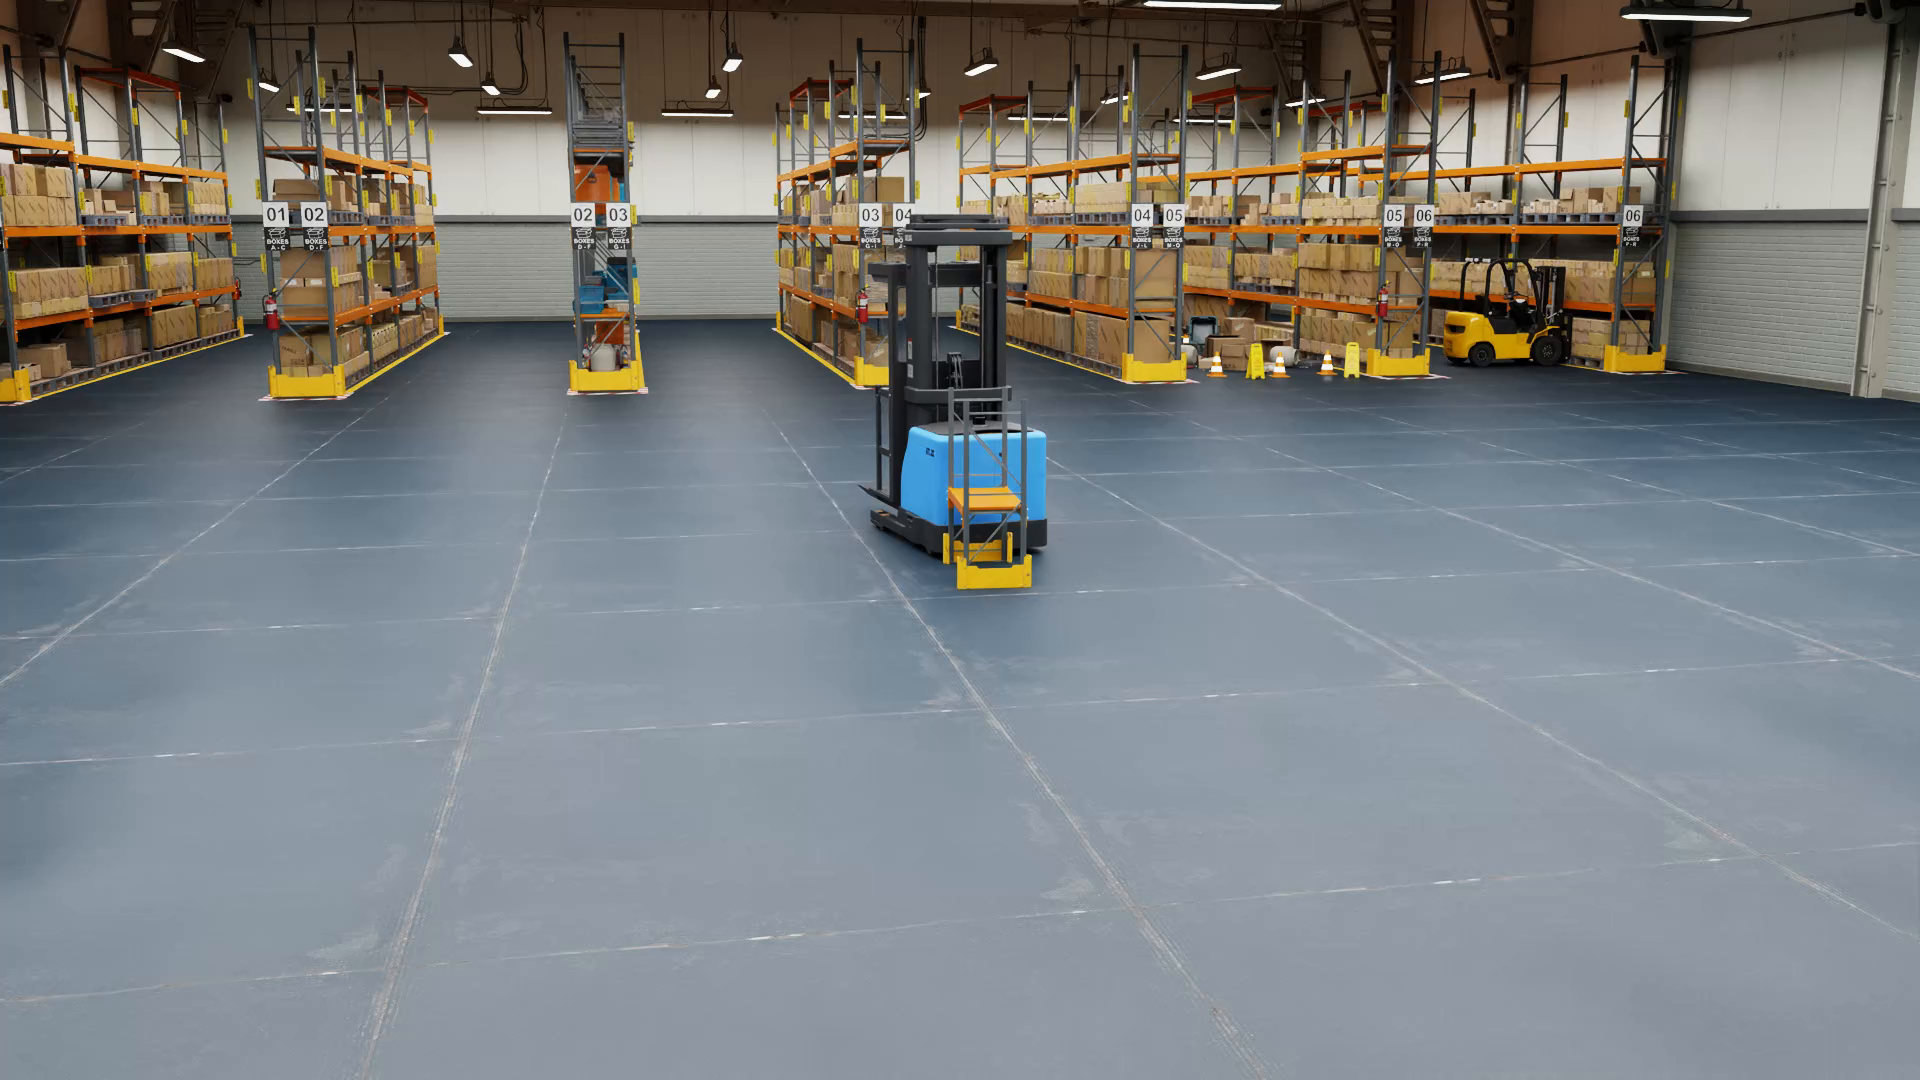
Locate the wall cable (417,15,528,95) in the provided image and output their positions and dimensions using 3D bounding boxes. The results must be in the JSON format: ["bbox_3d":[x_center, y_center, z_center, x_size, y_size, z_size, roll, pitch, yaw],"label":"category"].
[{"bbox_3d":[-14.042,-14.073,47.753,3.097,2.526,0.112,-2,11,-11],"label":"wall cable"}]

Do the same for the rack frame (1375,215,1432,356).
[{"bbox_3d":[8.427,-4.641,31.609,1.000,3.000,0.127,-2,11,-11],"label":"rack frame"}]

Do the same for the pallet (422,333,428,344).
[{"bbox_3d":[-13.478,-4.878,40.313,1.003,0.211,1.213,-2,11,-11],"label":"pallet"}]

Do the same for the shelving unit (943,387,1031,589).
[{"bbox_3d":[0.213,-0.453,13.617,0.587,1.500,1.083,-1,11,-7],"label":"shelving unit"}]

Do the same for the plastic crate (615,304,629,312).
[{"bbox_3d":[-6.010,-4.146,29.718,0.298,0.136,0.250,-2,11,-11],"label":"plastic crate"}]

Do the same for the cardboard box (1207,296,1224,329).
[{"bbox_3d":[6.649,-5.564,41.019,0.875,0.875,0.875,-2,11,-10],"label":"cardboard box"}]

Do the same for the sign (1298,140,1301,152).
[{"bbox_3d":[9.651,-11.182,47.220,0.100,0.325,0.005,-2,11,-11],"label":"sign"}]

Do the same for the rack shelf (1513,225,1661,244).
[{"bbox_3d":[12.906,-6.309,34.275,1.077,0.370,4.000,-2,11,-11],"label":"rack shelf"}]

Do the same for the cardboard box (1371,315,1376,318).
[{"bbox_3d":[10.948,-5.807,43.299,0.500,0.500,0.500,-2,11,-12],"label":"cardboard box"}]

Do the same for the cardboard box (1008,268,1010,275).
[{"bbox_3d":[1.337,-6.355,39.372,0.380,0.149,0.250,-2,11,-11],"label":"cardboard box"}]

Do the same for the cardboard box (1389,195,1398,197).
[{"bbox_3d":[11.172,-8.877,43.222,0.396,0.266,0.258,-2,11,-11],"label":"cardboard box"}]

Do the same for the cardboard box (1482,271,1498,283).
[{"bbox_3d":[12.064,-5.902,37.302,0.500,0.250,0.500,-2,11,-12],"label":"cardboard box"}]

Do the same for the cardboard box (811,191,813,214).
[{"bbox_3d":[-3.011,-7.420,36.586,0.500,0.500,0.500,-2,11,-10],"label":"cardboard box"}]

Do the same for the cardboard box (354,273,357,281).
[{"bbox_3d":[-11.427,-4.887,30.900,0.380,0.149,0.250,-2,11,-13],"label":"cardboard box"}]

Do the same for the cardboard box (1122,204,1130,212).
[{"bbox_3d":[3.194,-6.096,30.516,0.380,0.149,0.250,-2,11,-11],"label":"cardboard box"}]

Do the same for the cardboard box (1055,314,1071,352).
[{"bbox_3d":[2.604,-4.387,35.173,1.050,0.750,0.750,-2,11,-11],"label":"cardboard box"}]

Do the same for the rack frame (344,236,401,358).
[{"bbox_3d":[-12.567,-5.388,35.536,1.000,3.000,0.127,-2,11,-11],"label":"rack frame"}]

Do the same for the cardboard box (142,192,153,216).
[{"bbox_3d":[-17.826,-7.230,35.747,0.700,0.500,0.500,-2,11,-8],"label":"cardboard box"}]

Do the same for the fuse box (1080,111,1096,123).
[{"bbox_3d":[3.953,-13.113,51.522,0.513,0.334,0.176,-2,11,-11],"label":"fuse box"}]

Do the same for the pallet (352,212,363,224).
[{"bbox_3d":[-11.598,-5.929,30.592,1.003,0.211,1.213,-2,11,-11],"label":"pallet"}]

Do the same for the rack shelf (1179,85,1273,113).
[{"bbox_3d":[6.482,-10.701,40.441,1.077,0.370,4.000,-2,11,-11],"label":"rack shelf"}]

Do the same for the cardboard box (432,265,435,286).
[{"bbox_3d":[-13.665,-6.737,42.356,0.500,0.500,0.500,-2,11,-11],"label":"cardboard box"}]

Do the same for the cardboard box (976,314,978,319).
[{"bbox_3d":[0.643,-5.985,44.377,0.380,0.149,0.250,-2,11,-8],"label":"cardboard box"}]

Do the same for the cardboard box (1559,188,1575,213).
[{"bbox_3d":[12.793,-6.974,34.180,0.797,0.503,0.637,-2,11,-9],"label":"cardboard box"}]

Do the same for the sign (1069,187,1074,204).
[{"bbox_3d":[2.283,-7.036,33.949,0.100,0.325,0.005,-2,11,-11],"label":"sign"}]

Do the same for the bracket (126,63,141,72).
[{"bbox_3d":[-18.760,-10.690,37.720,0.235,0.232,0.430,-2,11,-11],"label":"bracket"}]

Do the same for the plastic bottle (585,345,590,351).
[{"bbox_3d":[-7.143,-3.551,31.792,0.144,0.351,0.185,-3,11,-13],"label":"plastic bottle"}]

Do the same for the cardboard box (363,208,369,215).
[{"bbox_3d":[-12.101,-6.613,33.230,0.500,0.250,0.500,-3,11,-16],"label":"cardboard box"}]

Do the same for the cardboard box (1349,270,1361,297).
[{"bbox_3d":[7.958,-5.017,32.526,0.500,0.500,0.500,-2,11,-11],"label":"cardboard box"}]

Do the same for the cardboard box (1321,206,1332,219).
[{"bbox_3d":[7.660,-6.643,33.713,0.500,0.250,0.500,-2,11,-10],"label":"cardboard box"}]

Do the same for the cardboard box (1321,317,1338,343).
[{"bbox_3d":[7.714,-4.287,33.978,0.500,0.500,0.500,-2,11,-8],"label":"cardboard box"}]

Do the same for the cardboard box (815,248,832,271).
[{"bbox_3d":[-2.976,-6.424,38.029,0.797,0.503,0.637,-2,11,-9],"label":"cardboard box"}]

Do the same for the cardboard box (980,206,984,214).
[{"bbox_3d":[0.828,-8.460,42.716,0.500,0.250,0.500,-3,11,-13],"label":"cardboard box"}]

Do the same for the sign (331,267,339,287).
[{"bbox_3d":[-10.466,-4.404,27.839,0.100,0.325,0.005,-2,11,-11],"label":"sign"}]

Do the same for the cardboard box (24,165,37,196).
[{"bbox_3d":[-15.865,-6.030,27.894,0.500,0.500,0.500,-2,11,-9],"label":"cardboard box"}]

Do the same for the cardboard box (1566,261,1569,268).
[{"bbox_3d":[12.715,-5.675,34.245,0.380,0.149,0.250,-2,11,-10],"label":"cardboard box"}]

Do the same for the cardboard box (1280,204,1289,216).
[{"bbox_3d":[7.300,-7.175,36.182,0.500,0.250,0.500,-2,11,-10],"label":"cardboard box"}]

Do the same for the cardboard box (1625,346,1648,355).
[{"bbox_3d":[13.392,-3.775,33.290,0.500,0.250,0.500,-2,11,-11],"label":"cardboard box"}]

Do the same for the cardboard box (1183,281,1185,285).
[{"bbox_3d":[5.920,-6.678,42.712,0.500,0.250,0.500,-2,11,-12],"label":"cardboard box"}]

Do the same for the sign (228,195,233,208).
[{"bbox_3d":[-18.447,-8.561,42.029,0.100,0.325,0.005,-2,11,-11],"label":"sign"}]

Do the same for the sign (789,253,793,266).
[{"bbox_3d":[-4.172,-6.925,41.083,0.100,0.325,0.005,-2,11,-11],"label":"sign"}]

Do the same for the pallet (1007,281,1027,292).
[{"bbox_3d":[1.792,-5.942,38.959,1.213,0.211,1.003,-2,11,-11],"label":"pallet"}]

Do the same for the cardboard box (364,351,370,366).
[{"bbox_3d":[-11.485,-3.433,31.494,0.500,0.250,0.500,-2,11,-11],"label":"cardboard box"}]

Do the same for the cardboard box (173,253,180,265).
[{"bbox_3d":[-17.673,-6.250,36.944,0.500,0.250,0.500,-2,11,-10],"label":"cardboard box"}]

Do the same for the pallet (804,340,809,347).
[{"bbox_3d":[-3.163,-4.748,39.633,1.003,0.211,1.213,-2,11,-11],"label":"pallet"}]

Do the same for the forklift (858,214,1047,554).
[{"bbox_3d":[-0.213,-1.550,15.554,1.130,2.935,3.031,-4,11,-20],"label":"forklift"}]

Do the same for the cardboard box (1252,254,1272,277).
[{"bbox_3d":[6.950,-6.226,37.753,0.500,0.500,0.500,-2,11,-10],"label":"cardboard box"}]

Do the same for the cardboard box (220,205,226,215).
[{"bbox_3d":[-18.579,-8.205,41.325,0.500,0.250,0.500,-2,11,-9],"label":"cardboard box"}]

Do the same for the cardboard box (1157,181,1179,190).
[{"bbox_3d":[3.839,-6.512,30.569,0.380,0.149,0.250,-2,11,-10],"label":"cardboard box"}]

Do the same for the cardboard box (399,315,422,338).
[{"bbox_3d":[-12.968,-5.030,39.162,0.500,0.500,0.500,-2,11,-11],"label":"cardboard box"}]

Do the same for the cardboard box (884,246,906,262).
[{"bbox_3d":[-1.133,-5.078,30.167,0.500,0.500,0.500,-2,11,-11],"label":"cardboard box"}]

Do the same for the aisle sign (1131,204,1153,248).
[{"bbox_3d":[3.311,-5.695,30.198,0.394,0.787,0.004,-2,11,-11],"label":"aisle sign"}]

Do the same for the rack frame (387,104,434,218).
[{"bbox_3d":[-14.123,-9.802,42.684,1.000,3.000,0.127,-2,11,-11],"label":"rack frame"}]

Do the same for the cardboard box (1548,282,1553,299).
[{"bbox_3d":[12.565,-5.326,34.943,0.500,0.500,0.500,-2,11,-12],"label":"cardboard box"}]

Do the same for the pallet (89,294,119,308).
[{"bbox_3d":[-16.654,-4.525,31.513,1.003,0.211,1.213,-2,11,-11],"label":"pallet"}]
